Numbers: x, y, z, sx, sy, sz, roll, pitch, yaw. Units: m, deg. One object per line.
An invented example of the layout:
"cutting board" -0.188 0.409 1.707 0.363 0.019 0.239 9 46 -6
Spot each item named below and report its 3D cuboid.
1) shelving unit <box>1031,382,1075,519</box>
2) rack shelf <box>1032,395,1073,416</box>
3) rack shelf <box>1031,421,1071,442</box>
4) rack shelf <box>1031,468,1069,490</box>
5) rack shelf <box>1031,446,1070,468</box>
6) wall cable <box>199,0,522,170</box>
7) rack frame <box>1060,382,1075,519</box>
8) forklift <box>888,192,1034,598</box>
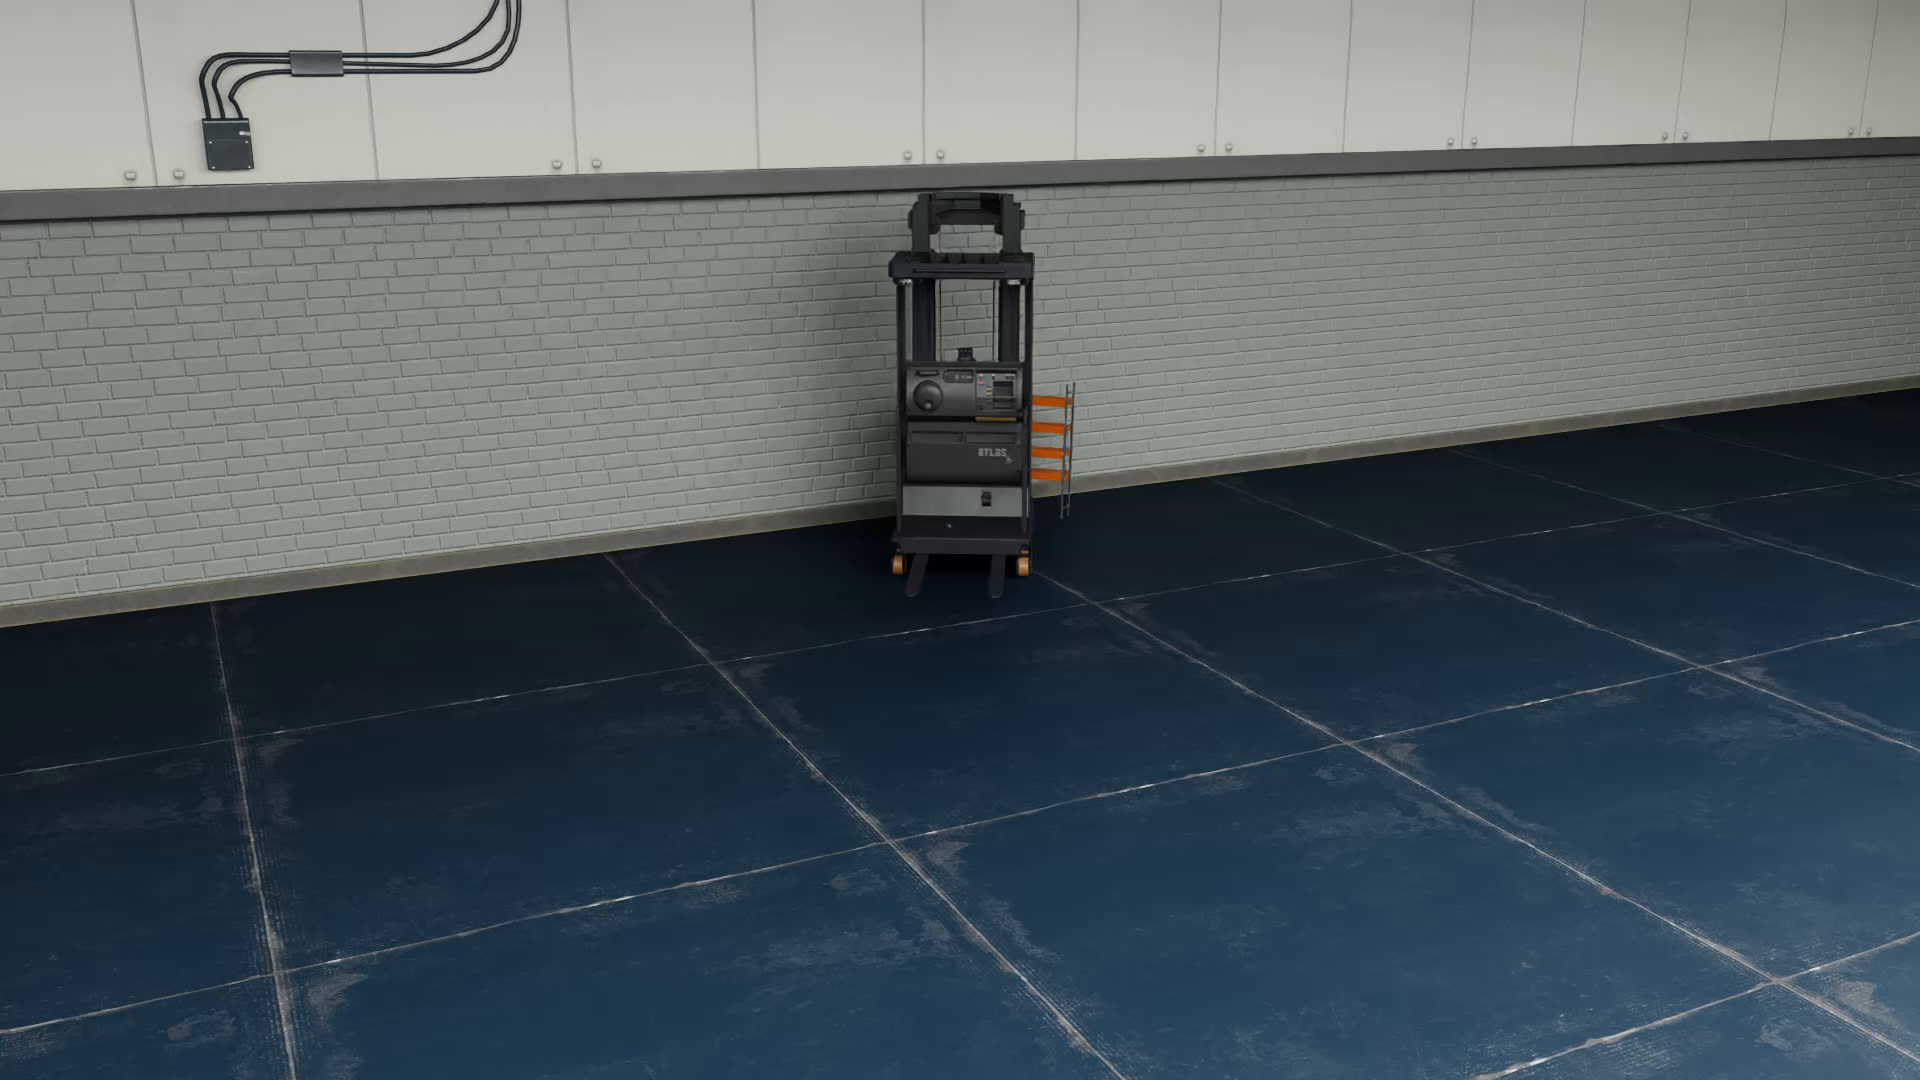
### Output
"shelving unit" 0.732 -0.824 14.908 0.503 1.200 0.258 6 12 19
"rack shelf" 0.746 -1.210 14.834 0.480 0.148 0.258 6 12 19
"rack shelf" 0.738 -0.978 14.878 0.480 0.148 0.258 6 12 19
"rack shelf" 0.724 -0.563 14.958 0.480 0.148 0.258 6 12 19
"rack shelf" 0.730 -0.758 14.920 0.480 0.148 0.258 6 12 19
"wall cable" -4.322 -5.664 11.510 2.305 6.003 0.169 -8 18 -25
"rack frame" 0.962 -0.801 14.827 0.015 1.200 0.240 6 12 19
"forklift" 0.025 -1.204 13.132 1.130 2.935 3.031 1 16 3
